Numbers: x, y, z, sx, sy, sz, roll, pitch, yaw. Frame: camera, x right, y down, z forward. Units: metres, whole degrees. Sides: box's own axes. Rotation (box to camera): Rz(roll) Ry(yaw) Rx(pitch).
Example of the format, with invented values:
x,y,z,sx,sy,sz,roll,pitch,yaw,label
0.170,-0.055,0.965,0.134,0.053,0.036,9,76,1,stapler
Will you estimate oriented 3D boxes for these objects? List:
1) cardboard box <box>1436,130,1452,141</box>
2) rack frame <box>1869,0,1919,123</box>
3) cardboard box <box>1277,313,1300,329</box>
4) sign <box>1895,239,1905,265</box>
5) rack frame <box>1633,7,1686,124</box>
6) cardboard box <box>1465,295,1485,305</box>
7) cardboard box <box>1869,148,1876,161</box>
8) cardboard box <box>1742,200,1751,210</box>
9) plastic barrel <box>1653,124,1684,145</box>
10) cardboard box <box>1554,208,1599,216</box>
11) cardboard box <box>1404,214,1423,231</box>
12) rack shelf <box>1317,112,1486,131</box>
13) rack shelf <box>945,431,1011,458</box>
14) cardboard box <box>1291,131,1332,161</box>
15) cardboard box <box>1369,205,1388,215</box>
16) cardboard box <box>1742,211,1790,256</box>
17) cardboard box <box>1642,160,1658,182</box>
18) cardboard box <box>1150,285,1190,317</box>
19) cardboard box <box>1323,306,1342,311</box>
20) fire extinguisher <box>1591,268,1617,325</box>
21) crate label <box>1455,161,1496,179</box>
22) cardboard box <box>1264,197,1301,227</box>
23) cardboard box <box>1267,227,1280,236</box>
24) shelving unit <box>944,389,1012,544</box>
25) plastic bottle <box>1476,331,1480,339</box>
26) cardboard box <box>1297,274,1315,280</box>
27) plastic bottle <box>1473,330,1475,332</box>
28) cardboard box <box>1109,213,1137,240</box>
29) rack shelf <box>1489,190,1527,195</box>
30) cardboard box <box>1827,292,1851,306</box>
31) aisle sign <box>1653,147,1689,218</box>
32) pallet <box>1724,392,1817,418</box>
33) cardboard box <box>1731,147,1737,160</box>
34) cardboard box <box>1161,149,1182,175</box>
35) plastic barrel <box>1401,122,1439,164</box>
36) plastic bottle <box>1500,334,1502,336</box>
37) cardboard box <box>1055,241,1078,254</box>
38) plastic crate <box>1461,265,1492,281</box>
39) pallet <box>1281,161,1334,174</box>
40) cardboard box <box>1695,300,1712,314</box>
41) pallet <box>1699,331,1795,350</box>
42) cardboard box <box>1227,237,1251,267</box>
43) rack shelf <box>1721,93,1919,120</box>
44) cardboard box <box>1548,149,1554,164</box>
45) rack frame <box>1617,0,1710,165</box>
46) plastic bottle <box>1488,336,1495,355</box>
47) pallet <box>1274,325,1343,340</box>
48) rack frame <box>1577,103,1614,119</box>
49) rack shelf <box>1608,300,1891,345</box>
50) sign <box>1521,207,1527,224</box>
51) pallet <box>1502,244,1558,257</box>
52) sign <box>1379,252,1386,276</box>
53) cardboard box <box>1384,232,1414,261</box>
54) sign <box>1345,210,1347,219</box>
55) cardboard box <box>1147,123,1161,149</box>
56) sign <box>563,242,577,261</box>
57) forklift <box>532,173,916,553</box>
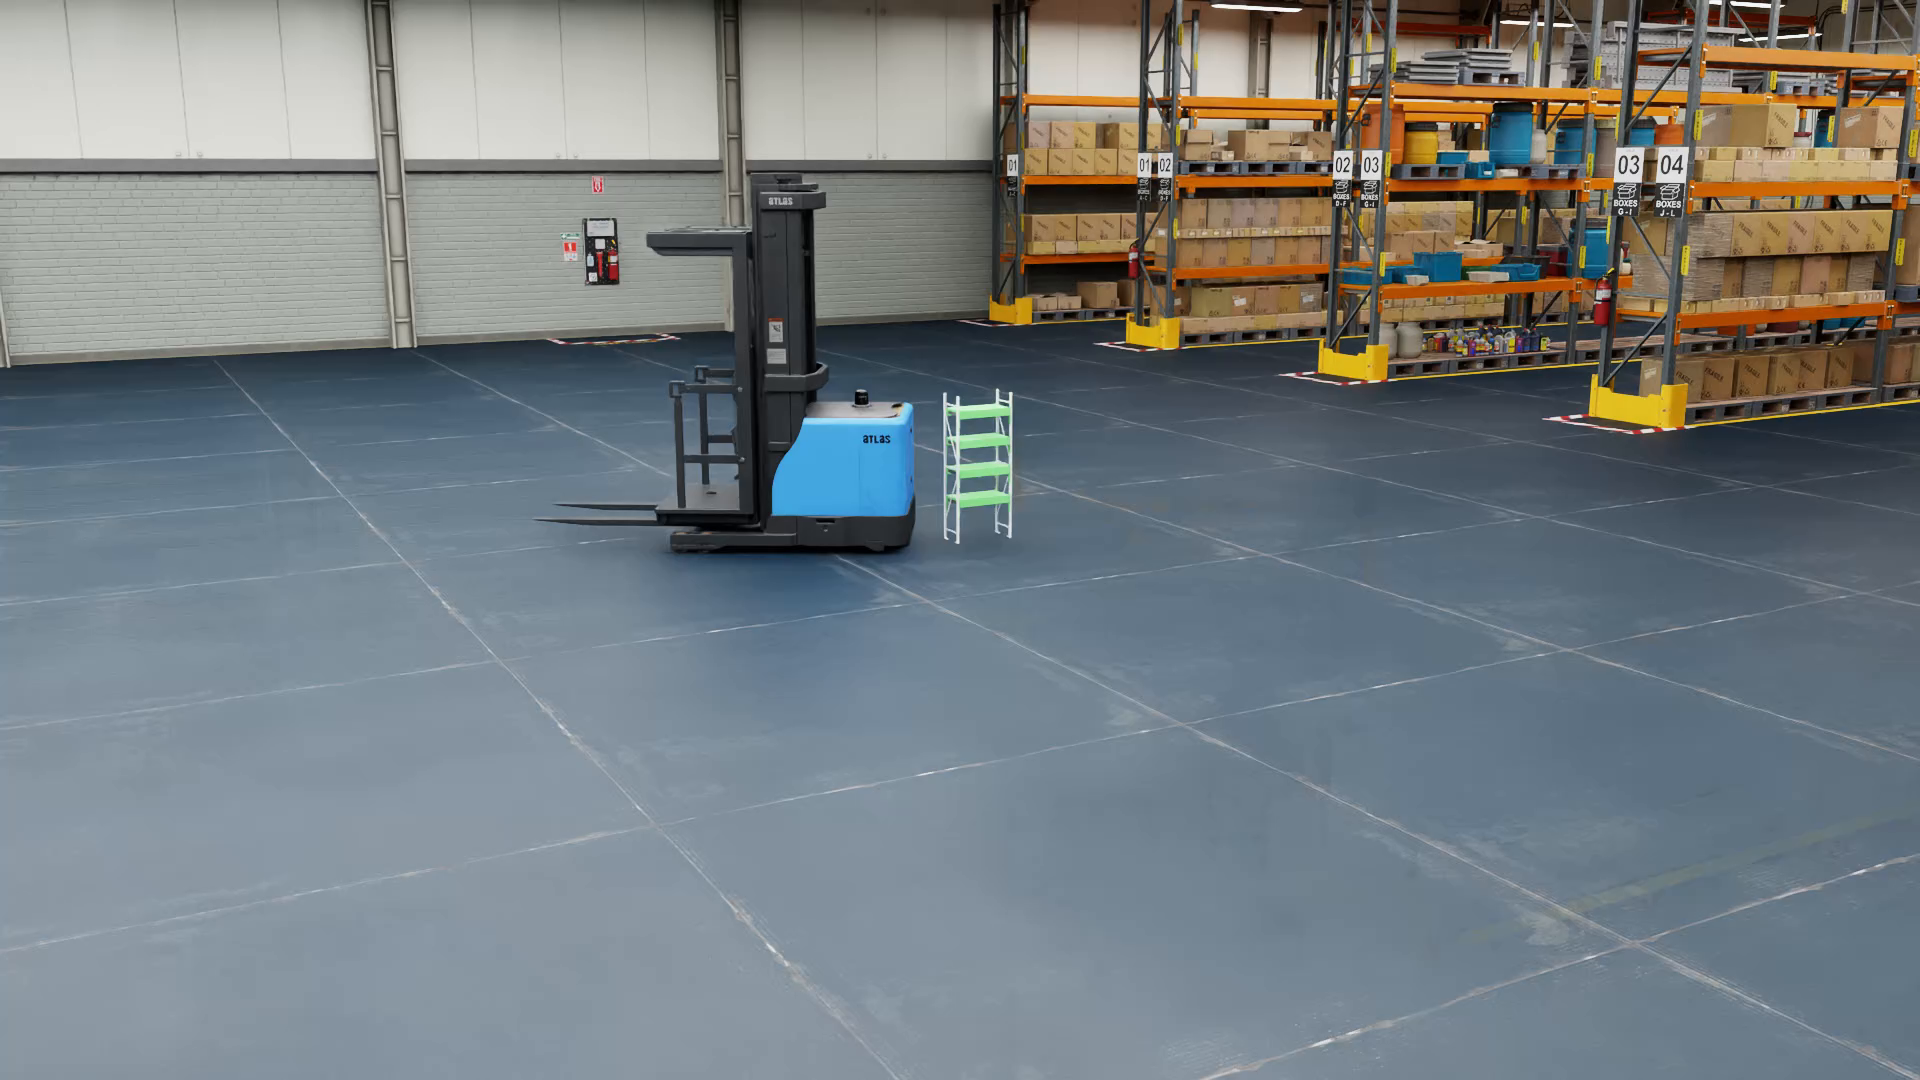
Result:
x,y,z,sx,sy,sz,roll,pitch,yaw,label
10.623,-9.038,37.170,0.500,0.250,0.500,-6,14,-24,cardboard box
16.205,-8.031,28.798,0.127,3.000,1.000,-7,14,-28,rack frame
5.635,-3.884,29.340,0.500,0.250,0.500,-7,14,-28,cardboard box
11.823,-3.626,20.919,0.005,0.325,0.100,-7,14,-28,sign
13.835,-8.986,33.041,0.127,3.000,1.000,-7,14,-28,rack frame
9.529,-4.617,31.320,0.500,0.311,0.500,-7,14,-29,cardboard box
11.131,-4.792,20.672,0.250,0.149,0.380,-7,14,-27,cardboard box
16.191,-6.808,34.522,0.500,0.500,0.500,-6,14,-26,cardboard box
11.295,-6.243,26.706,0.708,0.830,0.600,-7,14,-28,plastic barrel
14.526,-7.525,39.530,0.700,0.700,0.980,-6,14,-25,cardboard box
9.850,-6.959,36.750,0.500,0.500,0.500,-6,14,-26,cardboard box
9.702,-9.183,36.469,4.000,0.370,1.077,-7,14,-28,rack shelf
0.145,-0.775,13.516,0.480,0.148,0.258,-7,14,-28,rack shelf
6.244,-7.000,29.548,0.500,0.500,0.500,-6,14,-23,cardboard box
8.940,-7.217,36.185,0.500,0.250,0.500,-7,14,-29,cardboard box
9.539,-3.678,19.938,0.500,0.500,0.500,-7,14,-28,cardboard box
8.347,-4.377,19.735,0.500,0.250,0.500,-6,14,-27,cardboard box
3.630,-4.139,28.769,0.500,0.500,0.500,-7,14,-28,cardboard box
7.038,-4.180,30.658,0.500,0.250,0.500,-7,14,-28,cardboard box
7.724,-2.926,19.955,0.183,0.674,0.296,-7,14,-28,fire extinguisher
7.473,-5.366,24.126,0.408,0.251,0.502,-7,14,-28,crate label
5.544,-5.745,29.123,0.500,0.500,0.700,-7,14,-28,cardboard box
5.330,-5.351,28.848,0.250,0.149,0.380,-6,14,-26,cardboard box
0.145,-0.603,13.555,0.503,1.200,0.258,-7,14,-28,shelving unit
7.999,-3.098,25.757,0.097,0.271,0.097,0,13,0,plastic bottle
7.340,-5.502,35.915,0.500,0.500,0.700,-7,14,-27,cardboard box
7.945,-3.118,25.815,0.133,0.283,0.061,-6,14,-25,plastic bottle
3.287,-6.260,33.182,0.500,0.500,0.500,-7,15,-29,cardboard box
12.079,-6.961,32.514,4.000,0.370,1.077,-7,14,-28,rack shelf
10.870,-3.019,20.764,0.250,0.149,0.380,-7,14,-28,cardboard box
8.135,-4.091,19.034,0.004,0.787,0.394,-7,14,-28,aisle sign
9.911,-1.741,20.863,1.213,0.211,1.003,-7,14,-28,pallet
8.834,-4.515,19.441,0.250,0.149,0.380,-7,15,-29,cardboard box
4.109,-7.592,33.409,0.500,0.500,0.500,-6,14,-26,cardboard box
6.612,-5.746,24.092,0.600,0.588,0.600,0,13,0,plastic barrel
8.232,-2.991,25.254,0.133,0.283,0.061,-7,14,-28,plastic bottle
1.955,-5.735,32.556,0.500,0.250,0.500,-7,15,-30,cardboard box
7.856,-4.070,25.347,0.662,0.188,0.450,-7,14,-28,plastic crate
6.077,-6.543,29.219,1.213,0.211,1.003,-7,14,-28,pallet
8.638,-2.771,19.663,0.250,0.149,0.380,-7,14,-28,cardboard box
13.366,-3.414,28.297,1.213,0.211,1.003,-7,14,-28,pallet
4.615,-4.999,28.763,0.500,0.500,0.700,-7,14,-27,cardboard box
14.449,-7.274,27.985,4.000,0.370,1.077,-7,14,-28,rack shelf
11.138,-7.256,31.961,0.500,0.500,0.910,-7,14,-28,cardboard box
8.045,-5.814,18.947,0.127,3.000,1.000,-7,14,-28,rack frame
7.979,-2.924,24.980,0.097,0.271,0.097,0,13,0,plastic bottle
6.095,-3.781,29.930,1.213,0.211,1.003,-7,14,-28,pallet
14.969,-10.361,39.151,0.127,3.000,1.000,-7,14,-28,rack frame
9.801,-2.746,20.619,4.000,0.370,1.077,-7,14,-28,rack shelf
10.593,-6.096,31.229,0.005,0.325,0.100,-7,14,-28,sign
10.885,-5.629,32.228,1.003,0.211,1.213,-7,14,-28,pallet
5.932,-3.870,23.343,0.005,0.325,0.100,-7,14,-28,sign
7.957,-5.399,30.540,0.500,0.500,0.500,-6,14,-24,cardboard box
8.215,-7.015,35.491,0.005,0.325,0.100,-7,14,-28,sign
3.648,-8.016,33.015,0.500,0.500,0.500,-6,14,-25,cardboard box
-6.863,-5.086,29.297,0.234,0.329,0.001,-7,14,-28,sign
-1.905,-1.439,13.327,3.031,2.935,1.130,1,13,2,forklift
